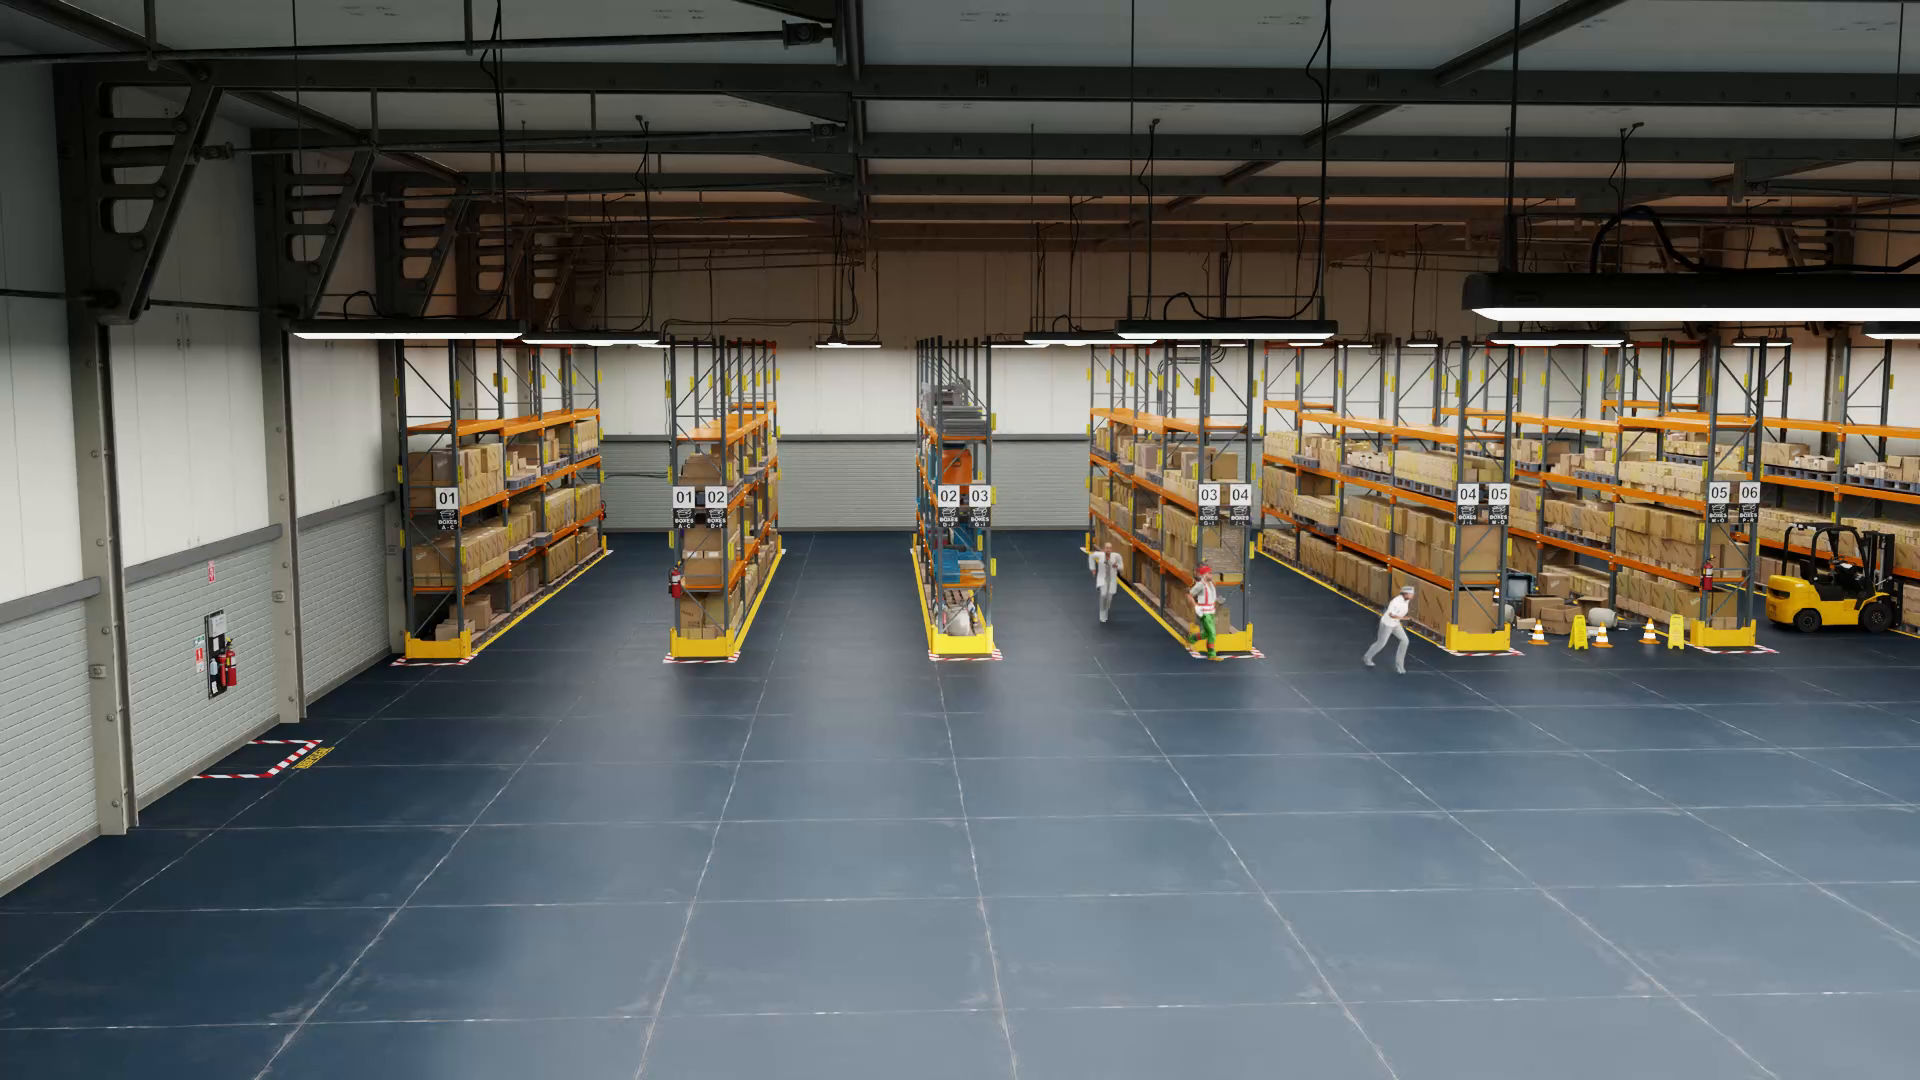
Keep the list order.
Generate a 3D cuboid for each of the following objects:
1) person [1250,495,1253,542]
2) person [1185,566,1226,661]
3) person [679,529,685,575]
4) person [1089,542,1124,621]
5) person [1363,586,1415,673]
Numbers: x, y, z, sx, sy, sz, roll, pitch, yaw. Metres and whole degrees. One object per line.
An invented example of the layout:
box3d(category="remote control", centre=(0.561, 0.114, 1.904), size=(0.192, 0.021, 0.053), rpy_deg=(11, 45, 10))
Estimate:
box3d(category="person", centre=(8.394, -0.590, 48.745), size=(0.573, 1.557, 0.572), rpy_deg=(-3, 7, -21))
box3d(category="person", centre=(4.508, 1.349, 30.787), size=(0.840, 1.763, 0.660), rpy_deg=(5, 8, 38))
box3d(category="person", centre=(-7.038, 0.064, 42.876), size=(0.576, 1.654, 0.730), rpy_deg=(0, 6, -2))
box3d(category="person", centre=(3.079, 0.927, 35.035), size=(0.690, 1.610, 0.949), rpy_deg=(-1, 7, -5))
box3d(category="person", centre=(7.705, 1.591, 29.861), size=(0.964, 1.613, 0.616), rpy_deg=(6, 9, 42))
